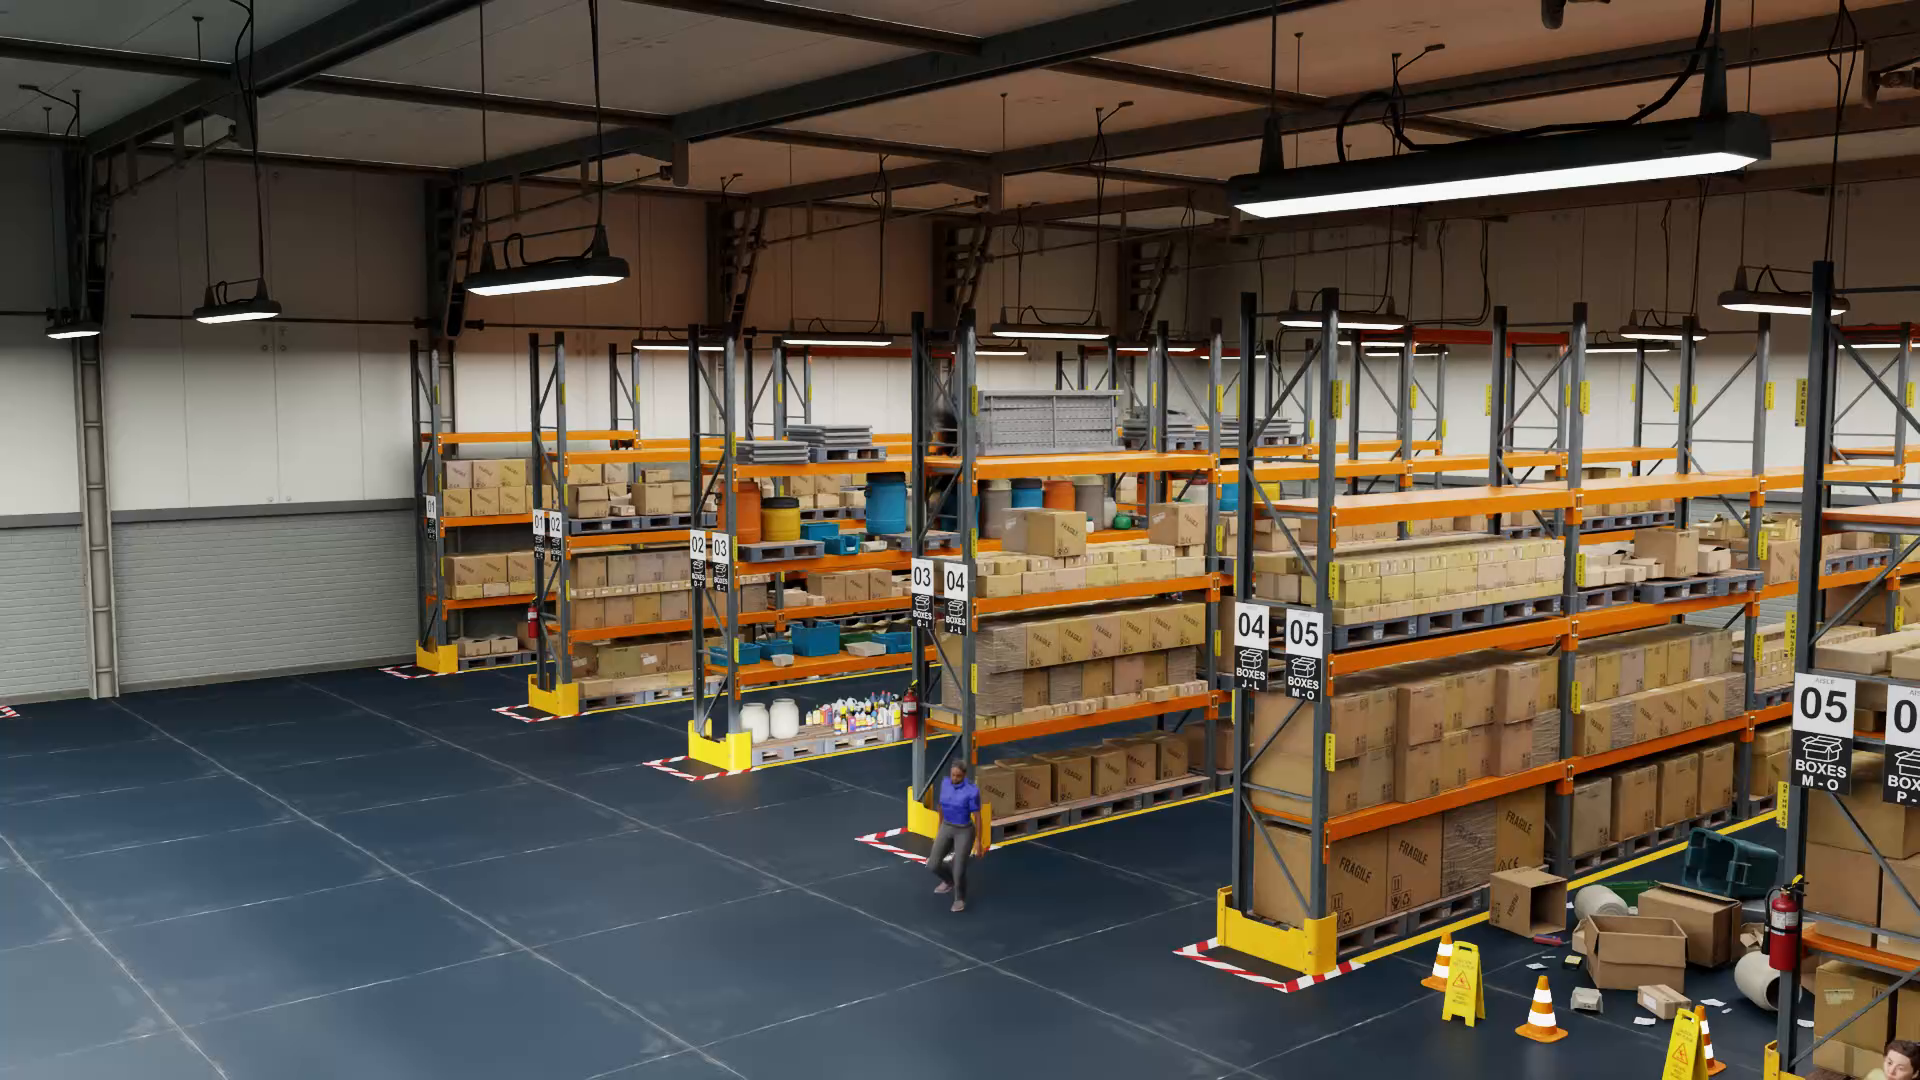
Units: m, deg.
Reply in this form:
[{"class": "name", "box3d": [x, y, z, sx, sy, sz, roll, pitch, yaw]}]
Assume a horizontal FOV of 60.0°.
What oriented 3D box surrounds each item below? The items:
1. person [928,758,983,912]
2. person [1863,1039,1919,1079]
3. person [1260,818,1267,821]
[{"class": "person", "box3d": [-0.015, 2.866, 16.340, 0.721, 1.572, 0.612, 3, 6, 30]}, {"class": "person", "box3d": [5.066, 3.486, 9.210, 0.711, 1.621, 0.730, -4, 7, -37]}, {"class": "person", "box3d": [3.634, 2.743, 18.206, 1.011, 1.523, 0.610, -4, 7, -37]}]
